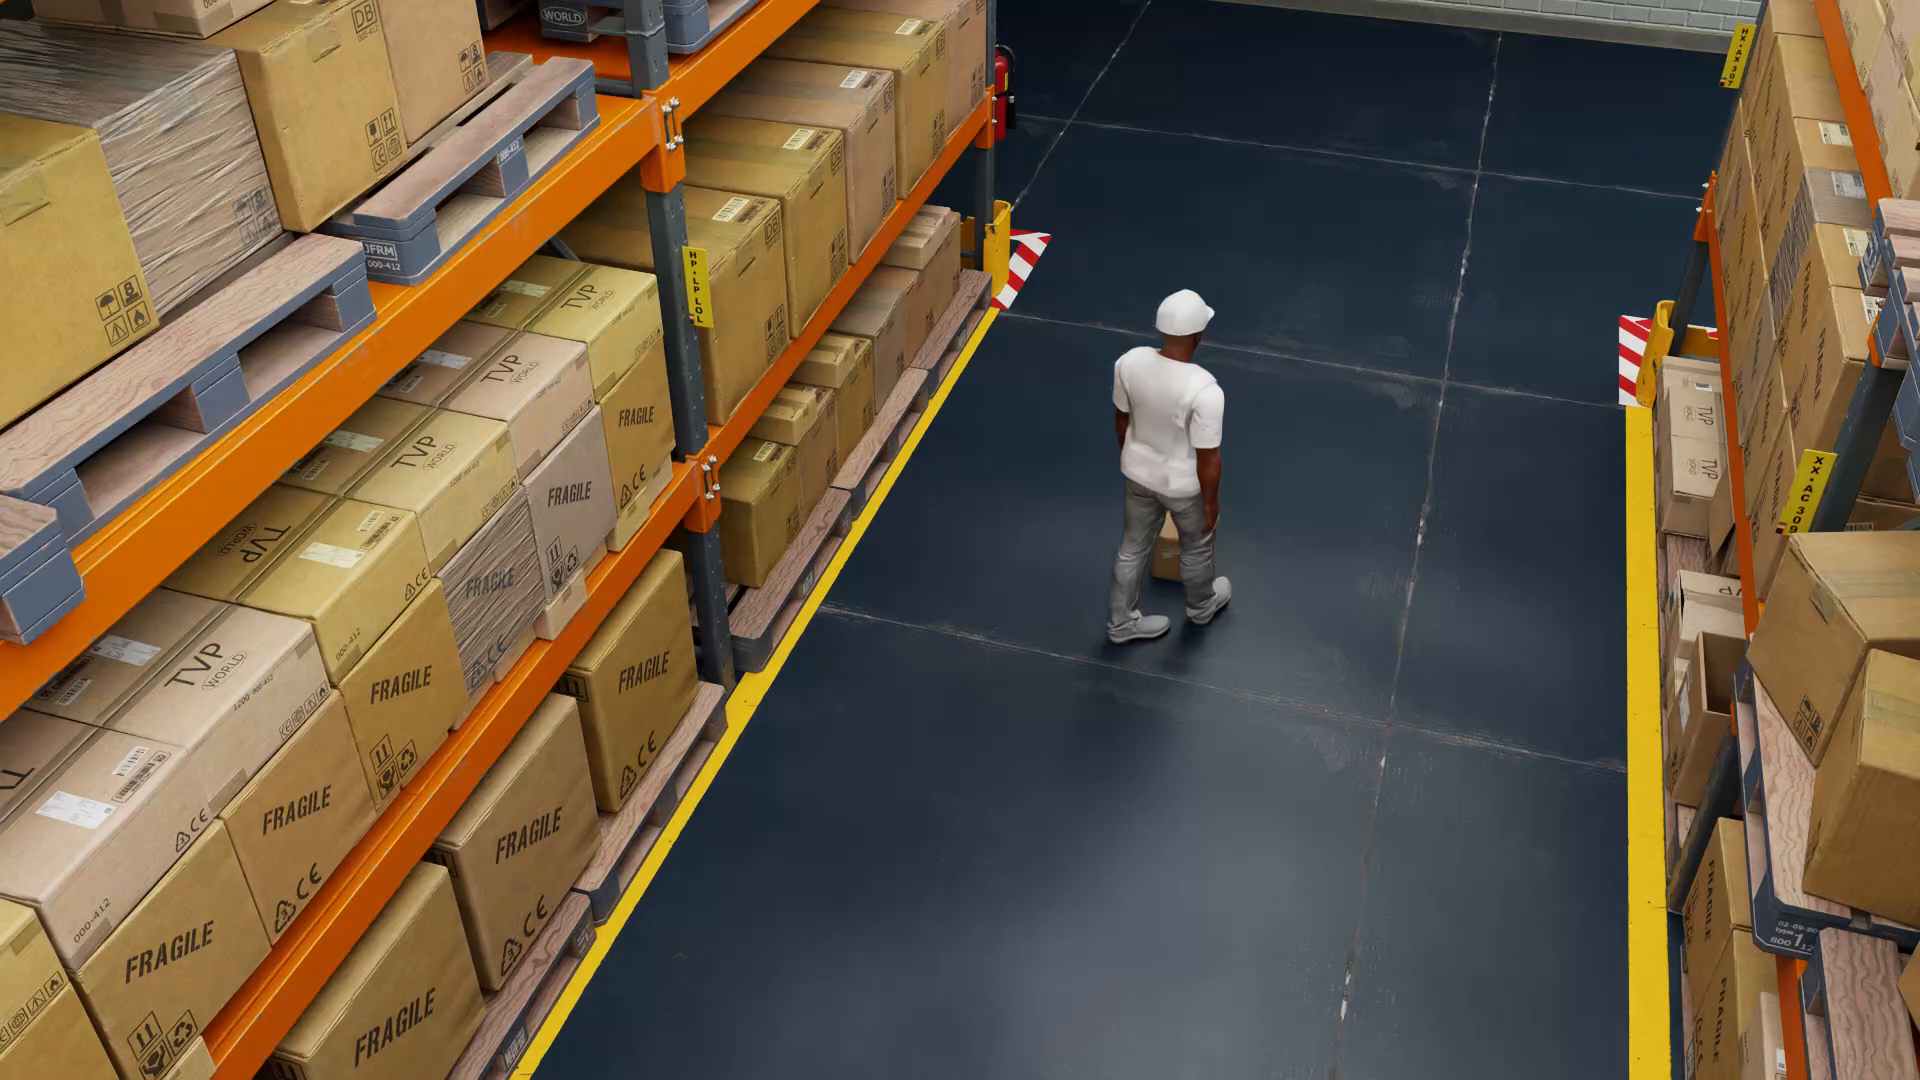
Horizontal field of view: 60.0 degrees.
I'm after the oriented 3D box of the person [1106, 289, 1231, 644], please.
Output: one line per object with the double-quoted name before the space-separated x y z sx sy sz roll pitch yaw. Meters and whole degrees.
"person" 0.978 -0.336 7.315 0.565 1.760 0.685 28 45 32
